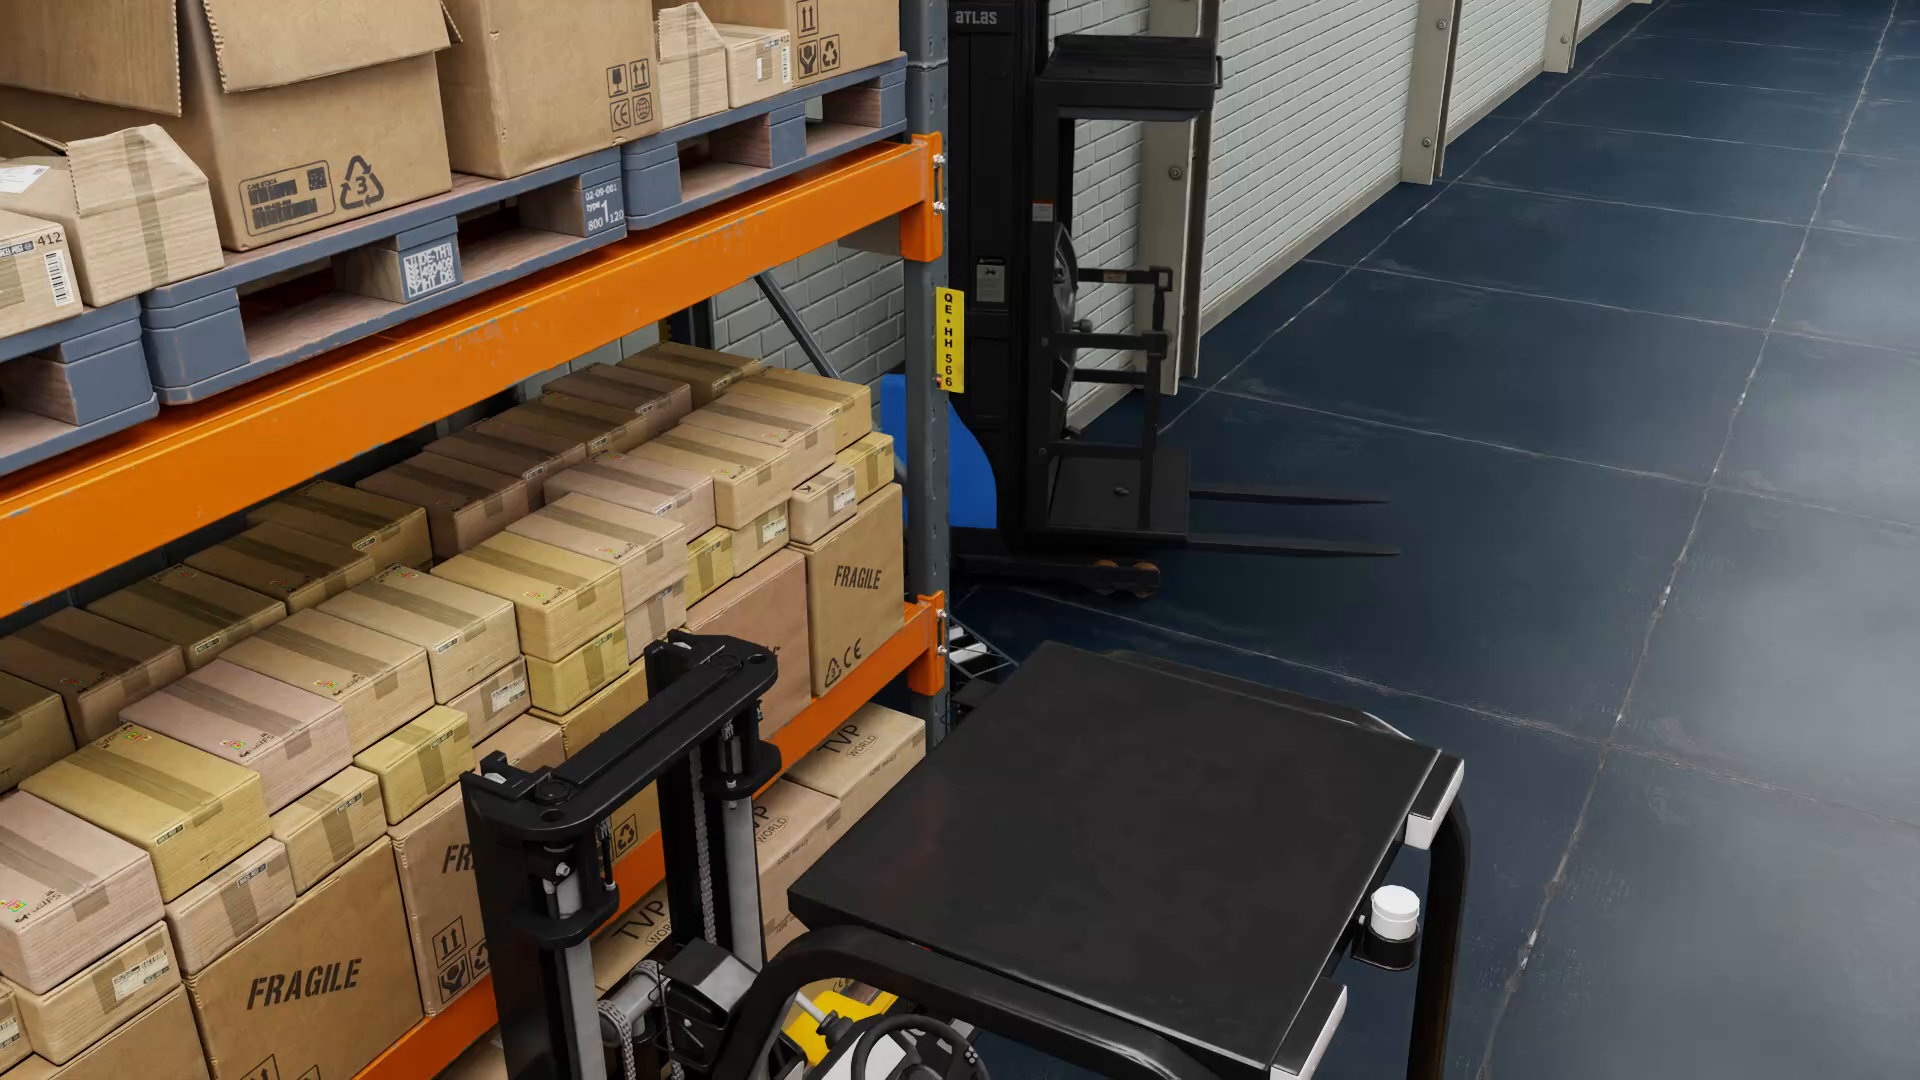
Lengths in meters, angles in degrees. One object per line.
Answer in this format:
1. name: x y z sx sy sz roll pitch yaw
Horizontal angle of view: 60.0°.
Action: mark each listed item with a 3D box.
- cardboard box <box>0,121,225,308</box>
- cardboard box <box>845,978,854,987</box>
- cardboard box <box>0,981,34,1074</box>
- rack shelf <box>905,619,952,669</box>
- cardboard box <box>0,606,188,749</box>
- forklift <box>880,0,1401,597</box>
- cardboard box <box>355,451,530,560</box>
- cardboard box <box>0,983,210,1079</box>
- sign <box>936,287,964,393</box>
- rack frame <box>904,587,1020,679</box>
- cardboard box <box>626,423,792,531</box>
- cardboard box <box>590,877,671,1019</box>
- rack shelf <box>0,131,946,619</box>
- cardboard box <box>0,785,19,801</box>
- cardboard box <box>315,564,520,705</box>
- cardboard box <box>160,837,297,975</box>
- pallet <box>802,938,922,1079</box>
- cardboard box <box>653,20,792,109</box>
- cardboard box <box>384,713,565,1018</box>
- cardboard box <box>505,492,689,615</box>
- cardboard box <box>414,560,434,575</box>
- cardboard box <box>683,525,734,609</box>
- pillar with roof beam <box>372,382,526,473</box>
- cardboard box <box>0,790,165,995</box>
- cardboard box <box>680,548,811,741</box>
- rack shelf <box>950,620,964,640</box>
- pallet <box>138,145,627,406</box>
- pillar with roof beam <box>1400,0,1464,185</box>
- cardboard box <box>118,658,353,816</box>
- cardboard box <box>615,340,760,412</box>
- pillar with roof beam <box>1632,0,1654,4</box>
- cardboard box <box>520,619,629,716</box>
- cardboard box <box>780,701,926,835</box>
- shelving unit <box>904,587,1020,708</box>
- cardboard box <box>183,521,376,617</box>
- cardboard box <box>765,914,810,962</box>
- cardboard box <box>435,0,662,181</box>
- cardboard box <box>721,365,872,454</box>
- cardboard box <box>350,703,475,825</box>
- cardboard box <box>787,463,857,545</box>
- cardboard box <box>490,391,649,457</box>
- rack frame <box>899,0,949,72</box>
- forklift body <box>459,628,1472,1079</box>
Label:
1. cardboard box: -1.472 -0.574 2.763 0.396 0.266 0.258 13 30 25
2. cardboard box: -0.455 1.187 5.630 0.500 0.250 0.500 14 30 26
3. cardboard box: -1.851 0.842 2.881 0.380 0.149 0.250 14 30 26
4. rack shelf: -0.155 0.457 7.592 0.258 0.200 0.077 -17 32 -31
5. cardboard box: -1.914 0.301 3.629 0.380 0.149 0.250 14 30 26
6. forklift: 0.697 -1.285 8.043 3.031 2.935 1.130 4 27 7
7. cardboard box: -1.368 -0.089 4.408 0.380 0.149 0.250 15 30 28
8. cardboard box: -1.779 1.085 3.120 0.500 0.500 0.500 15 30 27
9. sign: -0.033 -0.606 5.051 0.100 0.325 0.005 14 30 26
10. rack frame: -0.084 0.412 7.456 0.240 0.006 0.900 -17 32 -31
11. cardboard box: -0.691 -0.178 4.586 0.380 0.149 0.250 15 30 27
12. cardboard box: -0.939 1.135 4.618 0.500 0.250 0.500 15 30 27
13. rack shelf: -1.482 -0.347 3.546 1.077 0.370 4.000 14 30 26
14. cardboard box: -2.004 0.543 3.478 0.380 0.149 0.250 15 30 28
15. cardboard box: -1.241 0.210 3.811 0.380 0.149 0.250 15 30 27
16. cardboard box: -1.534 0.660 3.244 0.380 0.149 0.250 14 30 26
17. pallet: -0.838 1.447 5.623 1.003 0.211 1.213 14 30 26
18. cardboard box: -0.642 -1.179 4.103 0.380 0.149 0.250 13 30 25
19. cardboard box: -1.265 0.696 3.897 0.500 0.500 0.500 14 30 26
20. cardboard box: -0.909 0.029 4.173 0.380 0.149 0.250 15 30 27
21. cardboard box: -1.586 0.119 4.326 0.380 0.149 0.250 15 30 28
22. cardboard box: -0.838 0.043 4.477 0.380 0.149 0.250 14 30 26
23. pillar with roof beam: 2.122 -1.769 2.231 9.100 9.000 0.400 14 30 26
24. cardboard box: -1.667 0.624 2.984 0.380 0.149 0.250 15 30 27
25. cardboard box: -0.775 0.298 4.692 0.500 0.500 0.500 15 30 28
26. rack shelf: -0.103 0.490 7.526 0.258 0.200 0.077 -17 32 -31
27. pallet: -1.468 -0.662 3.469 1.003 0.211 1.213 14 30 26
28. pillar with roof beam: 8.026 -6.446 11.573 9.100 9.000 0.400 14 30 26
29. cardboard box: -1.486 0.406 3.420 0.380 0.149 0.250 14 30 26
30. cardboard box: -0.850 -0.491 5.211 0.380 0.149 0.250 14 30 25
31. pillar with roof beam: 13.929 -11.122 20.916 9.100 9.000 0.400 14 30 26
32. cardboard box: -1.035 0.260 4.043 0.380 0.149 0.250 14 30 26
33. cardboard box: -0.454 0.736 5.415 0.500 0.250 0.500 15 30 28
34. shelving unit: -0.084 0.503 7.502 0.258 0.210 0.900 -17 32 -31
35. cardboard box: -1.636 0.105 4.020 0.380 0.149 0.250 14 30 26
36. cardboard box: -0.722 1.163 5.120 0.500 0.250 0.500 14 30 26
37. cardboard box: -1.095 -1.122 3.598 0.700 0.500 0.500 14 30 26
38. cardboard box: -0.491 -0.389 5.007 0.380 0.149 0.250 14 30 26
39. cardboard box: -1.302 0.452 3.659 0.380 0.149 0.250 14 30 25
40. cardboard box: -0.525 -0.139 4.840 0.380 0.149 0.250 15 30 27
41. cardboard box: -1.125 -0.290 4.811 0.380 0.149 0.250 15 30 27
42. rack frame: -0.499 -2.790 4.270 1.000 3.000 0.127 14 30 26
43. forklift body: 0.157 1.413 3.524 2.313 2.155 1.214 14 30 26
